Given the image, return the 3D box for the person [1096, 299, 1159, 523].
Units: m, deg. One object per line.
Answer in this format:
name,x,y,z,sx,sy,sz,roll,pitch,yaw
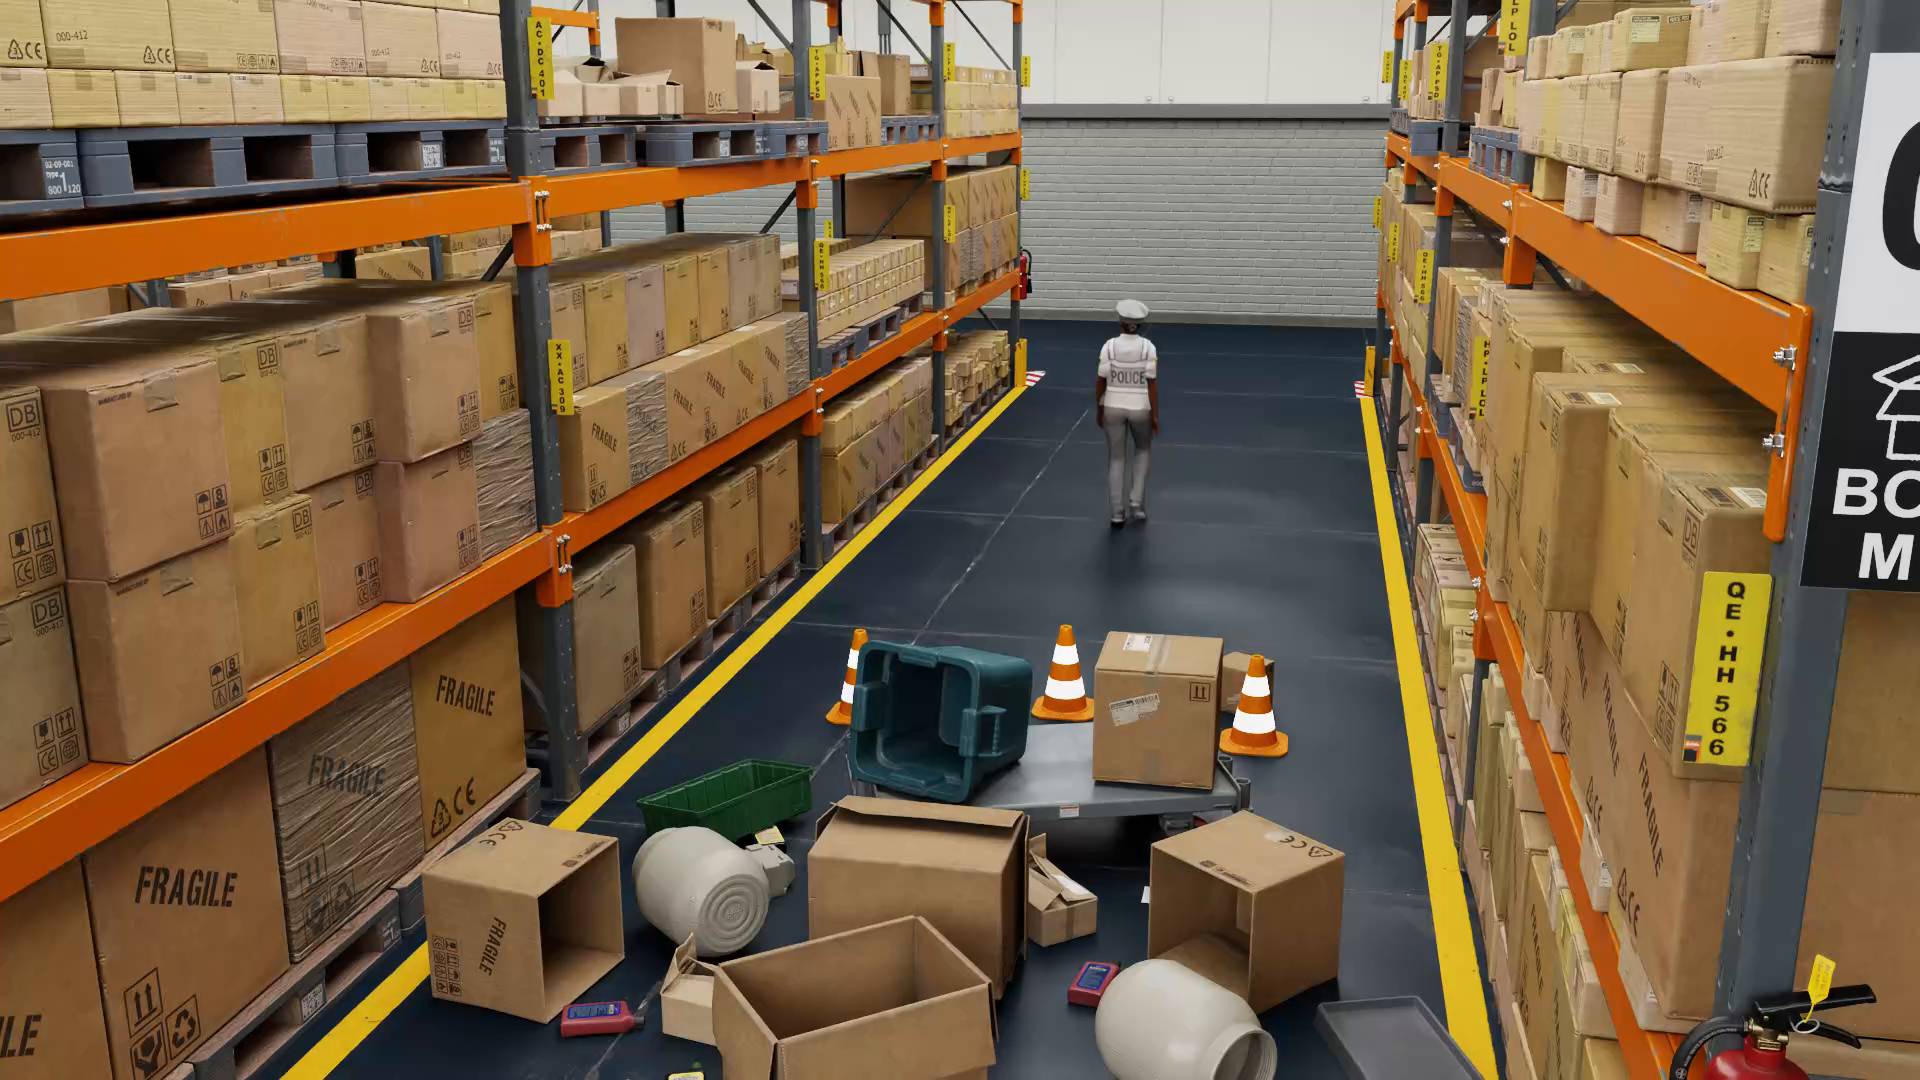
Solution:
person,1.267,-0.945,12.601,0.484,1.756,0.507,1,15,5
